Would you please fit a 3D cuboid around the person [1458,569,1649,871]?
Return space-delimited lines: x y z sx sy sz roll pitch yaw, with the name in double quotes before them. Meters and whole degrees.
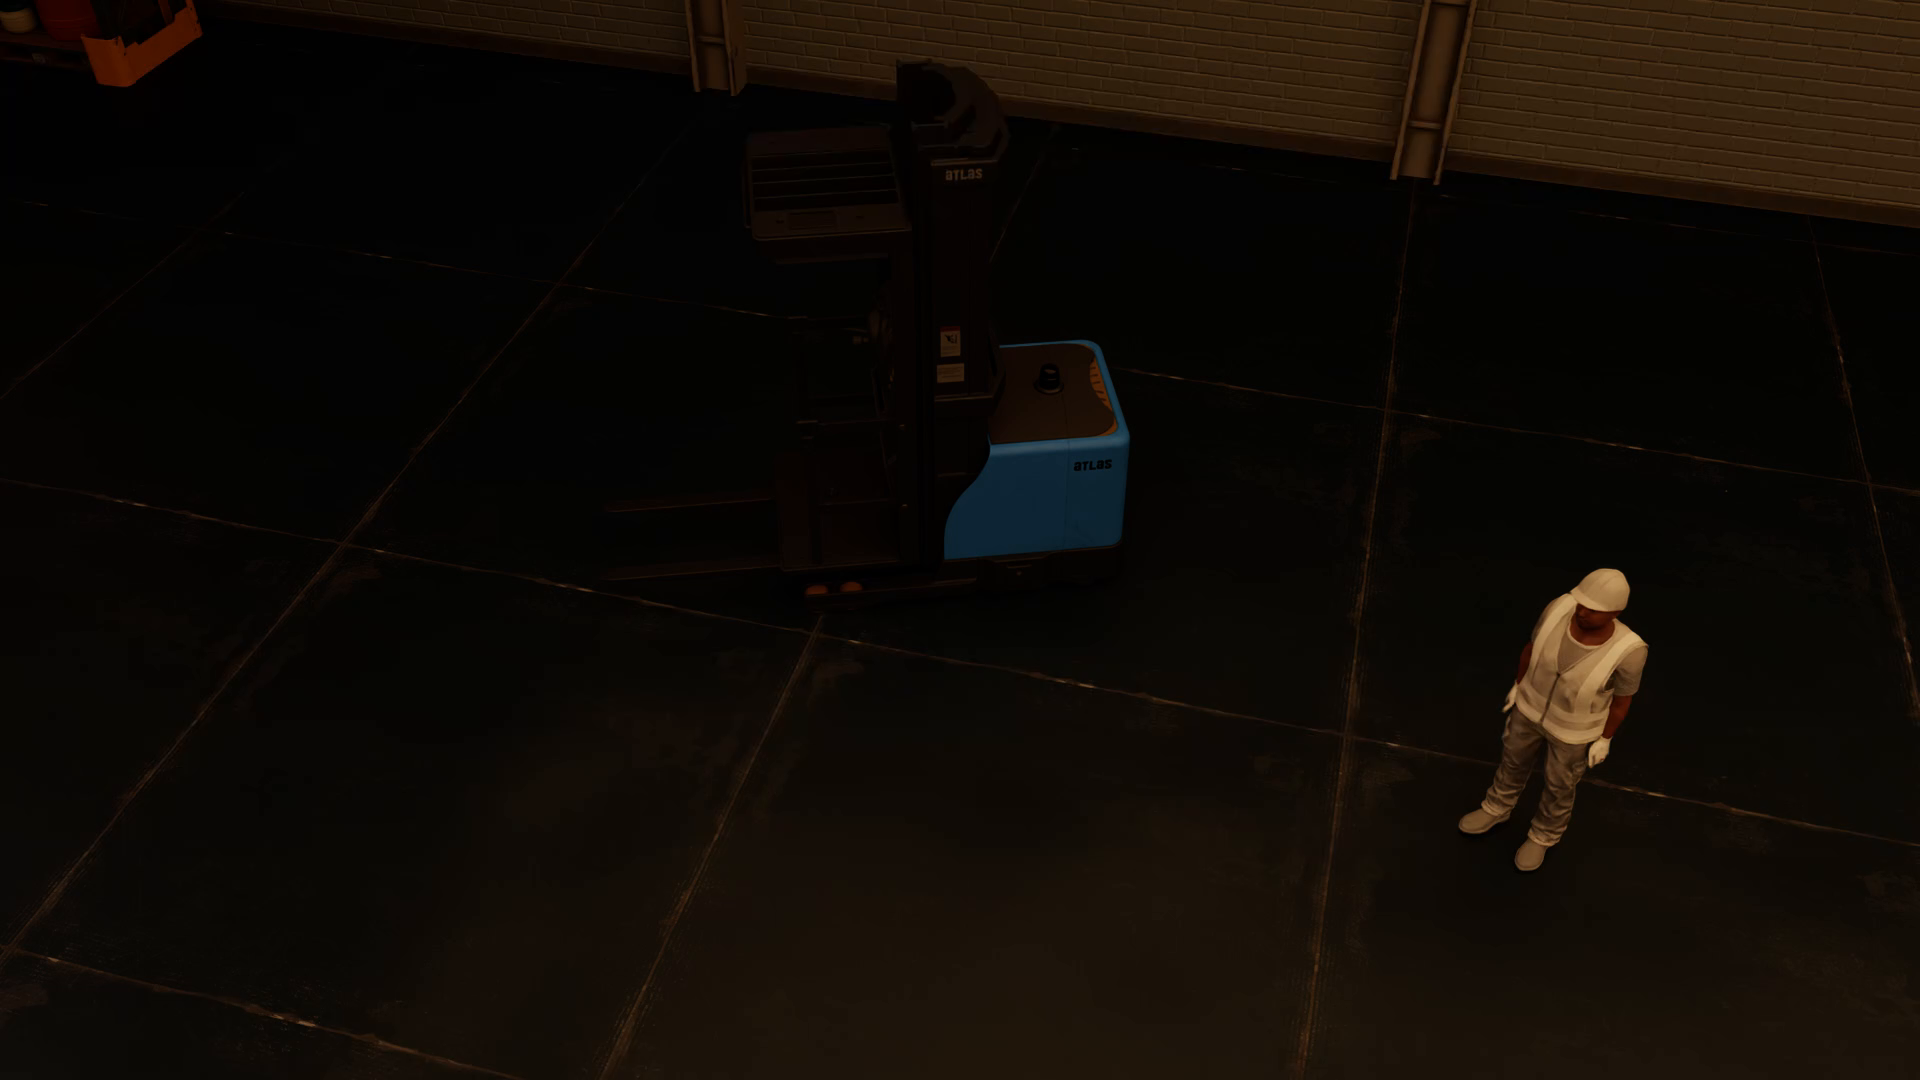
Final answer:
"person" 2.796 0.831 7.782 0.374 1.790 0.539 -30 50 -30

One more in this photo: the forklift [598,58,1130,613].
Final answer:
"forklift" -0.604 -1.052 9.062 3.031 2.935 1.130 -5 41 -5
